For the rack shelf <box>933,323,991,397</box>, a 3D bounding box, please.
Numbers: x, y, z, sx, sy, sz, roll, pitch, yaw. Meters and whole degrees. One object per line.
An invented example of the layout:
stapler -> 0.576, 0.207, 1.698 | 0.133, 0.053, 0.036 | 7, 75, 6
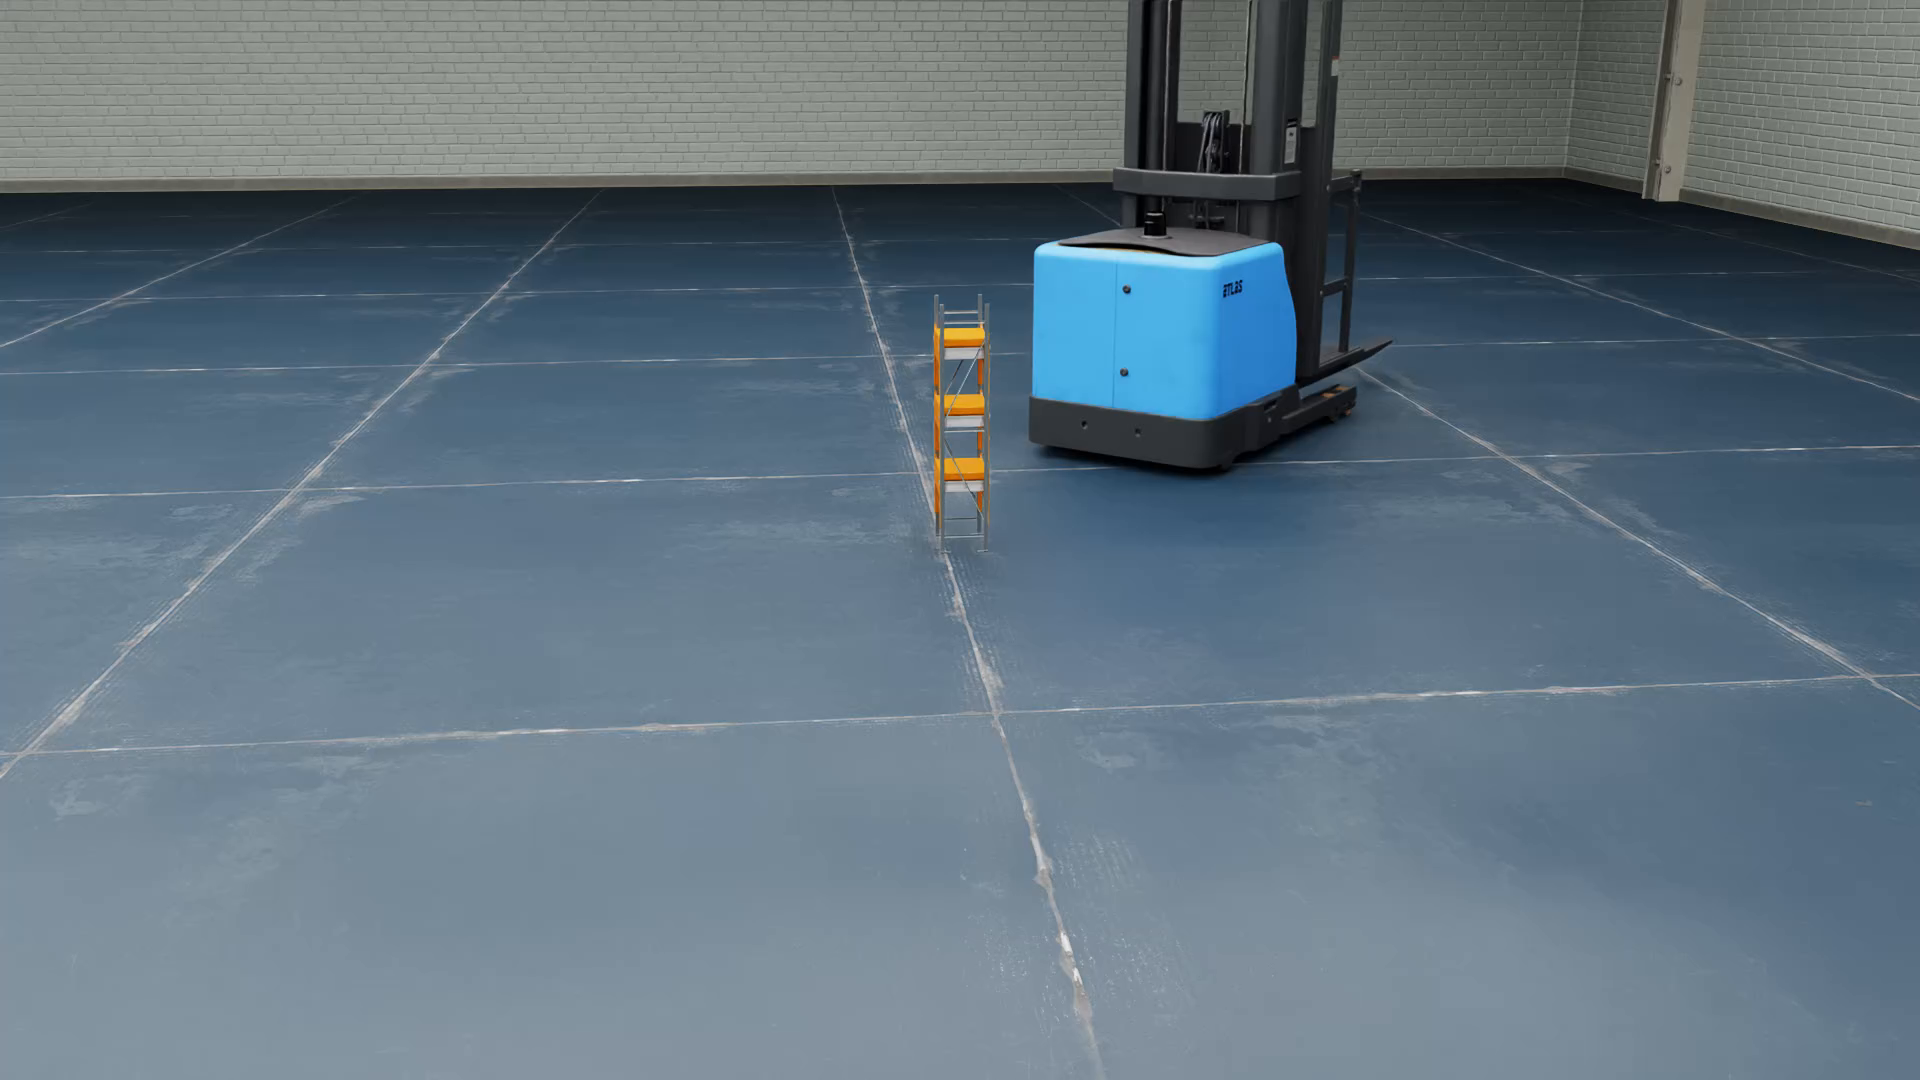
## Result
rack shelf -> 0.005, -0.746, 6.887 | 0.215, 0.259, 0.240 | -2, 18, -6

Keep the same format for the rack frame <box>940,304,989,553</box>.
rack frame -> 0.018, -0.449, 6.853 | 0.200, 1.050, 0.008 | -2, 18, -6

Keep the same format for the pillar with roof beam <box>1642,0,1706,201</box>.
pillar with roof beam -> 4.415, -8.383, 18.857 | 9.100, 9.000, 0.400 | -2, 18, -6

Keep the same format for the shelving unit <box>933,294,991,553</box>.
shelving unit -> 0.006, -0.485, 6.969 | 0.215, 1.050, 0.252 | -2, 18, -6

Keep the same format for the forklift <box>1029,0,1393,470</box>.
forklift -> 1.595, -2.126, 9.055 | 1.130, 2.935, 3.031 | 11, 21, 32

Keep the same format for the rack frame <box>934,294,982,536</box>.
rack frame -> -0.007, -0.521, 7.085 | 0.200, 1.050, 0.008 | -2, 18, -6

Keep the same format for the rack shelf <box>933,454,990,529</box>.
rack shelf -> 0.006, -0.210, 7.055 | 0.215, 0.259, 0.240 | -2, 18, -6

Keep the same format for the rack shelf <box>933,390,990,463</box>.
rack shelf -> 0.006, -0.475, 6.972 | 0.215, 0.259, 0.240 | -2, 18, -6
